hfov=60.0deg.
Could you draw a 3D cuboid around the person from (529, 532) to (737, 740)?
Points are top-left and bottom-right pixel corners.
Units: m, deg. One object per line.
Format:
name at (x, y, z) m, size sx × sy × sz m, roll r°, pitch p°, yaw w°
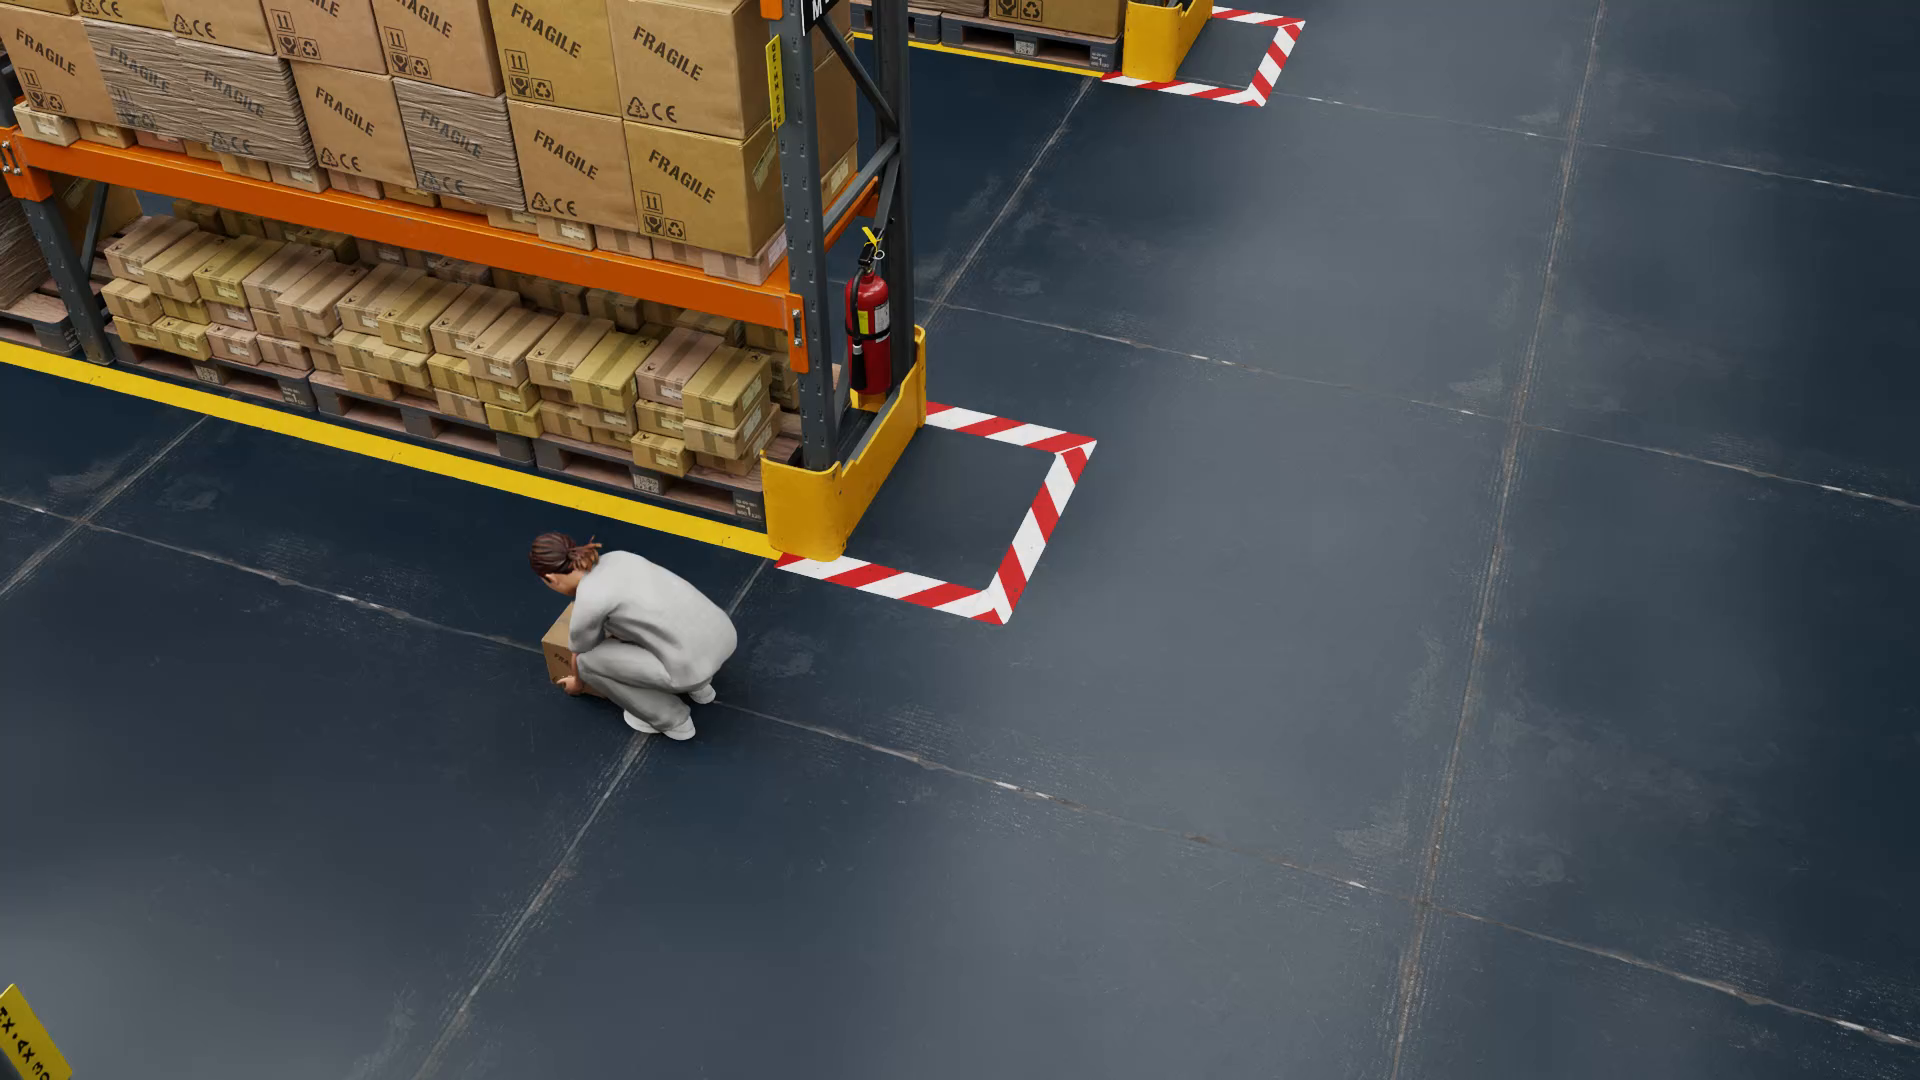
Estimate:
person at (-1.262, 0.367, 6.473) m, size 0.817 × 0.810 × 0.469 m, roll 20°, pitch 45°, yaw 21°
